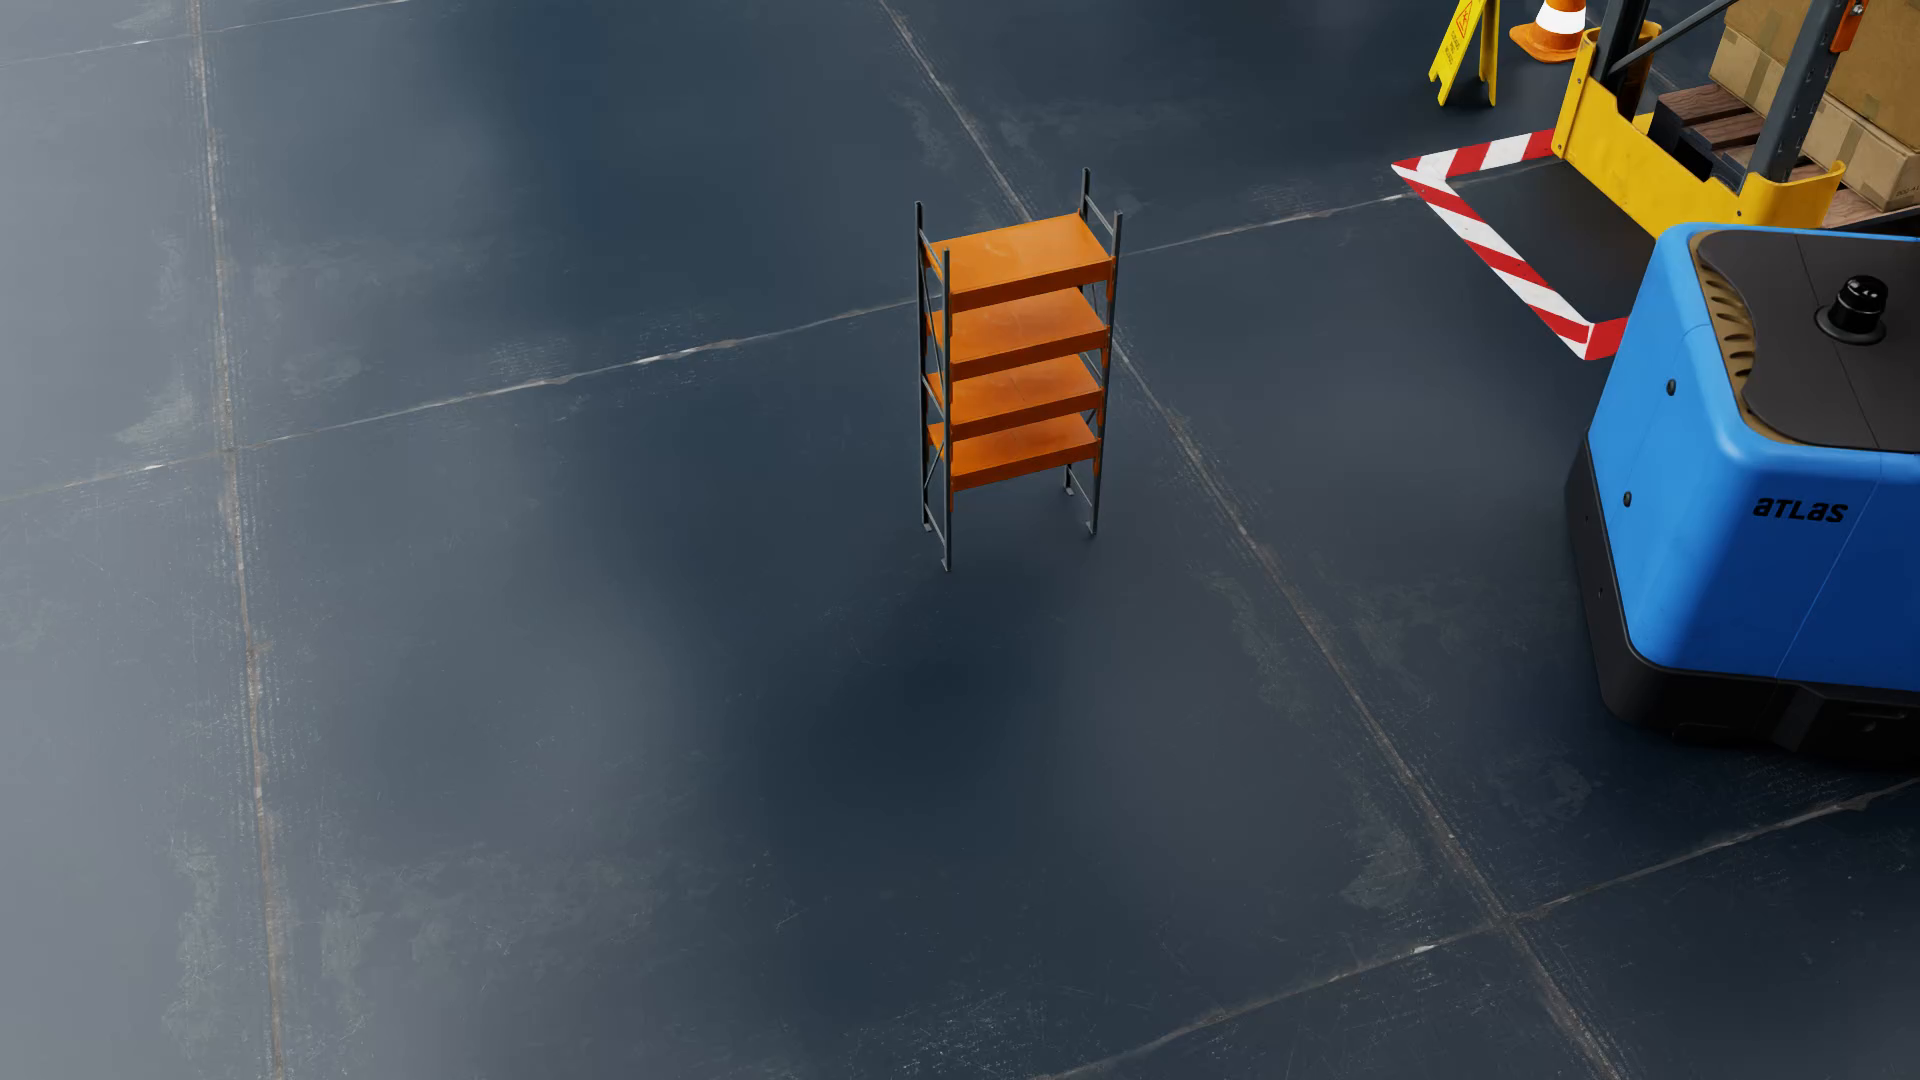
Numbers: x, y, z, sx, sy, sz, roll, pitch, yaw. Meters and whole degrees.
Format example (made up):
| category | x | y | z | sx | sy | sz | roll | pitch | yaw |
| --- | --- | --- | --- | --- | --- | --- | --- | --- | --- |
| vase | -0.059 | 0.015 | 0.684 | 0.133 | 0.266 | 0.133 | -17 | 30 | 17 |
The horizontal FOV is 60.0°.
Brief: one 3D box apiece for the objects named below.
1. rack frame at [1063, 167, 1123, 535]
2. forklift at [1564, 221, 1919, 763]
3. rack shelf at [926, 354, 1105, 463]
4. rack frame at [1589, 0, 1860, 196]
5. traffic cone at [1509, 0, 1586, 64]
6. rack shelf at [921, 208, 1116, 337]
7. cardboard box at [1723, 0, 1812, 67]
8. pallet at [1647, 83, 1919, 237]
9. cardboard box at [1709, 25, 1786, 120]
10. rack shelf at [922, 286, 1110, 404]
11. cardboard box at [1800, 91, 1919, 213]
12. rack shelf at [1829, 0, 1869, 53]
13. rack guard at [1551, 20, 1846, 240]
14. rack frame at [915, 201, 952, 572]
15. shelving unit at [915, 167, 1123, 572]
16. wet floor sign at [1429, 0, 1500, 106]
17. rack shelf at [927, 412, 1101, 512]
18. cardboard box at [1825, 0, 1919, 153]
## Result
| category | x | y | z | sx | sy | sz | roll | pitch | yaw |
| --- | --- | --- | --- | --- | --- | --- | --- | --- | --- |
| rack frame | 0.385 | -0.522 | 4.923 | 0.015 | 1.200 | 0.240 | -14 | 47 | -14 |
| forklift | 3.373 | -0.702 | 3.880 | 3.031 | 2.935 | 1.130 | 5 | 45 | 5 |
| rack shelf | 0.156 | -0.416 | 4.912 | 0.480 | 0.148 | 0.258 | -14 | 47 | -14 |
| rack frame | 2.708 | -2.335 | 5.460 | 0.127 | 3.000 | 1.000 | -14 | 47 | -14 |
| traffic cone | 2.675 | -2.402 | 7.318 | 0.334 | 0.463 | 0.336 | -14 | 47 | -14 |
| rack shelf | 0.156 | -0.741 | 4.586 | 0.480 | 0.148 | 0.258 | -14 | 47 | -14 |
| cardboard box | 3.373 | -2.144 | 6.384 | 0.500 | 0.500 | 0.500 | -14 | 47 | -14 |
| pallet | 3.556 | -1.541 | 6.637 | 1.213 | 0.211 | 1.003 | -14 | 47 | -14 |
| cardboard box | 3.400 | -1.892 | 6.663 | 0.500 | 0.250 | 0.500 | -15 | 47 | -14 |
| rack shelf | 0.156 | -0.574 | 4.754 | 0.480 | 0.148 | 0.258 | -14 | 47 | -14 |
| cardboard box | 3.561 | -1.522 | 6.294 | 0.500 | 0.250 | 0.500 | -15 | 47 | -14 |
| rack shelf | 4.589 | -2.562 | 6.194 | 4.000 | 0.370 | 1.077 | -14 | 47 | -14 |
| rack guard | 2.780 | -1.471 | 6.363 | 0.348 | 0.500 | 1.175 | -14 | 47 | -14 |
| rack frame | -0.074 | -0.405 | 4.806 | 0.015 | 1.200 | 0.240 | -14 | 47 | -14 |
| shelving unit | 0.156 | -0.463 | 4.865 | 0.503 | 1.200 | 0.258 | -14 | 47 | -14 |
| wet floor sign | 2.166 | -2.171 | 6.958 | 0.232 | 0.644 | 0.267 | 0 | 45 | 0 |
| rack shelf | 0.156 | -0.276 | 5.053 | 0.480 | 0.148 | 0.258 | -14 | 47 | -14 |
| cardboard box | 3.583 | -1.793 | 6.035 | 0.500 | 0.500 | 0.500 | -16 | 47 | -15 |
